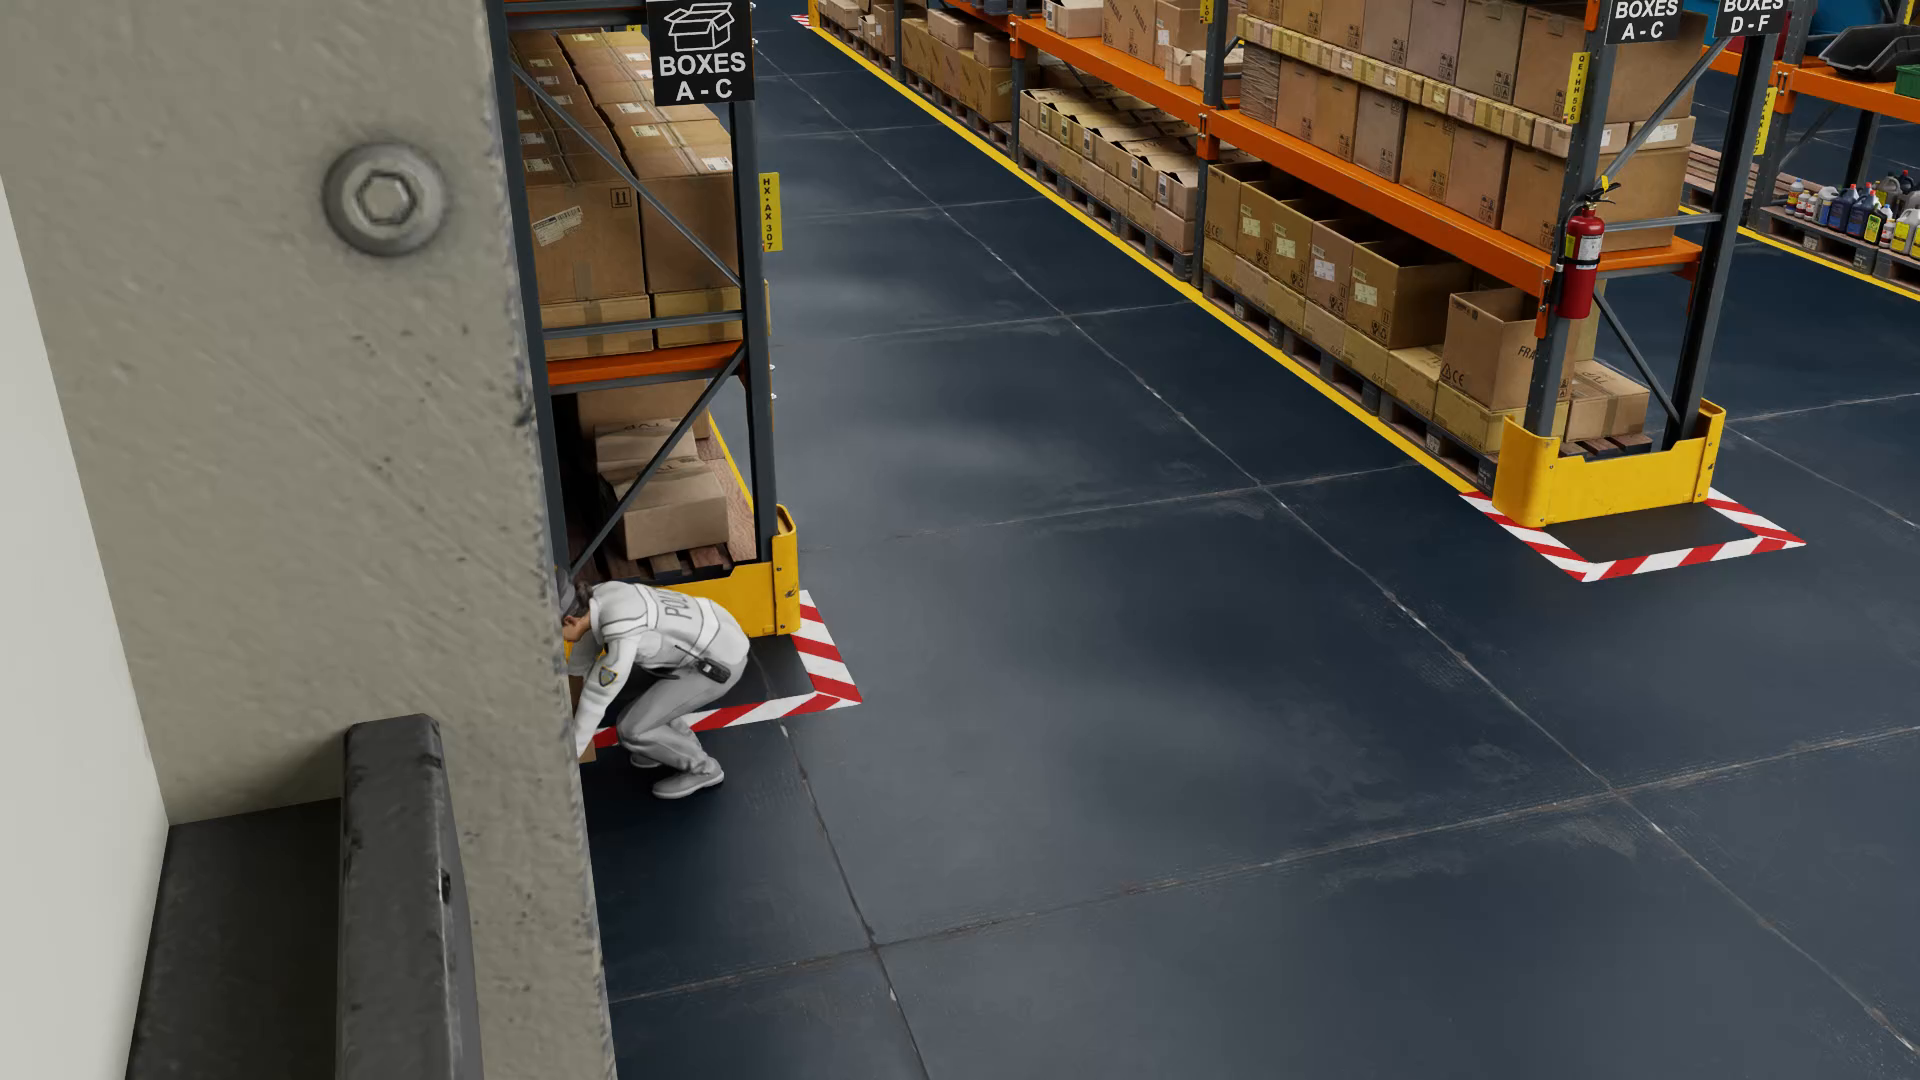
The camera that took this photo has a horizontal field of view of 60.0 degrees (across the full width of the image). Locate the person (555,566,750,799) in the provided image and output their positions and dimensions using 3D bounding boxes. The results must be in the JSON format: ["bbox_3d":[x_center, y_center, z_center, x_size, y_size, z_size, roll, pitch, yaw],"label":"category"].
[{"bbox_3d":[-1.231,0.510,6.367,0.857,0.985,0.453,-9,28,-17],"label":"person"}]
